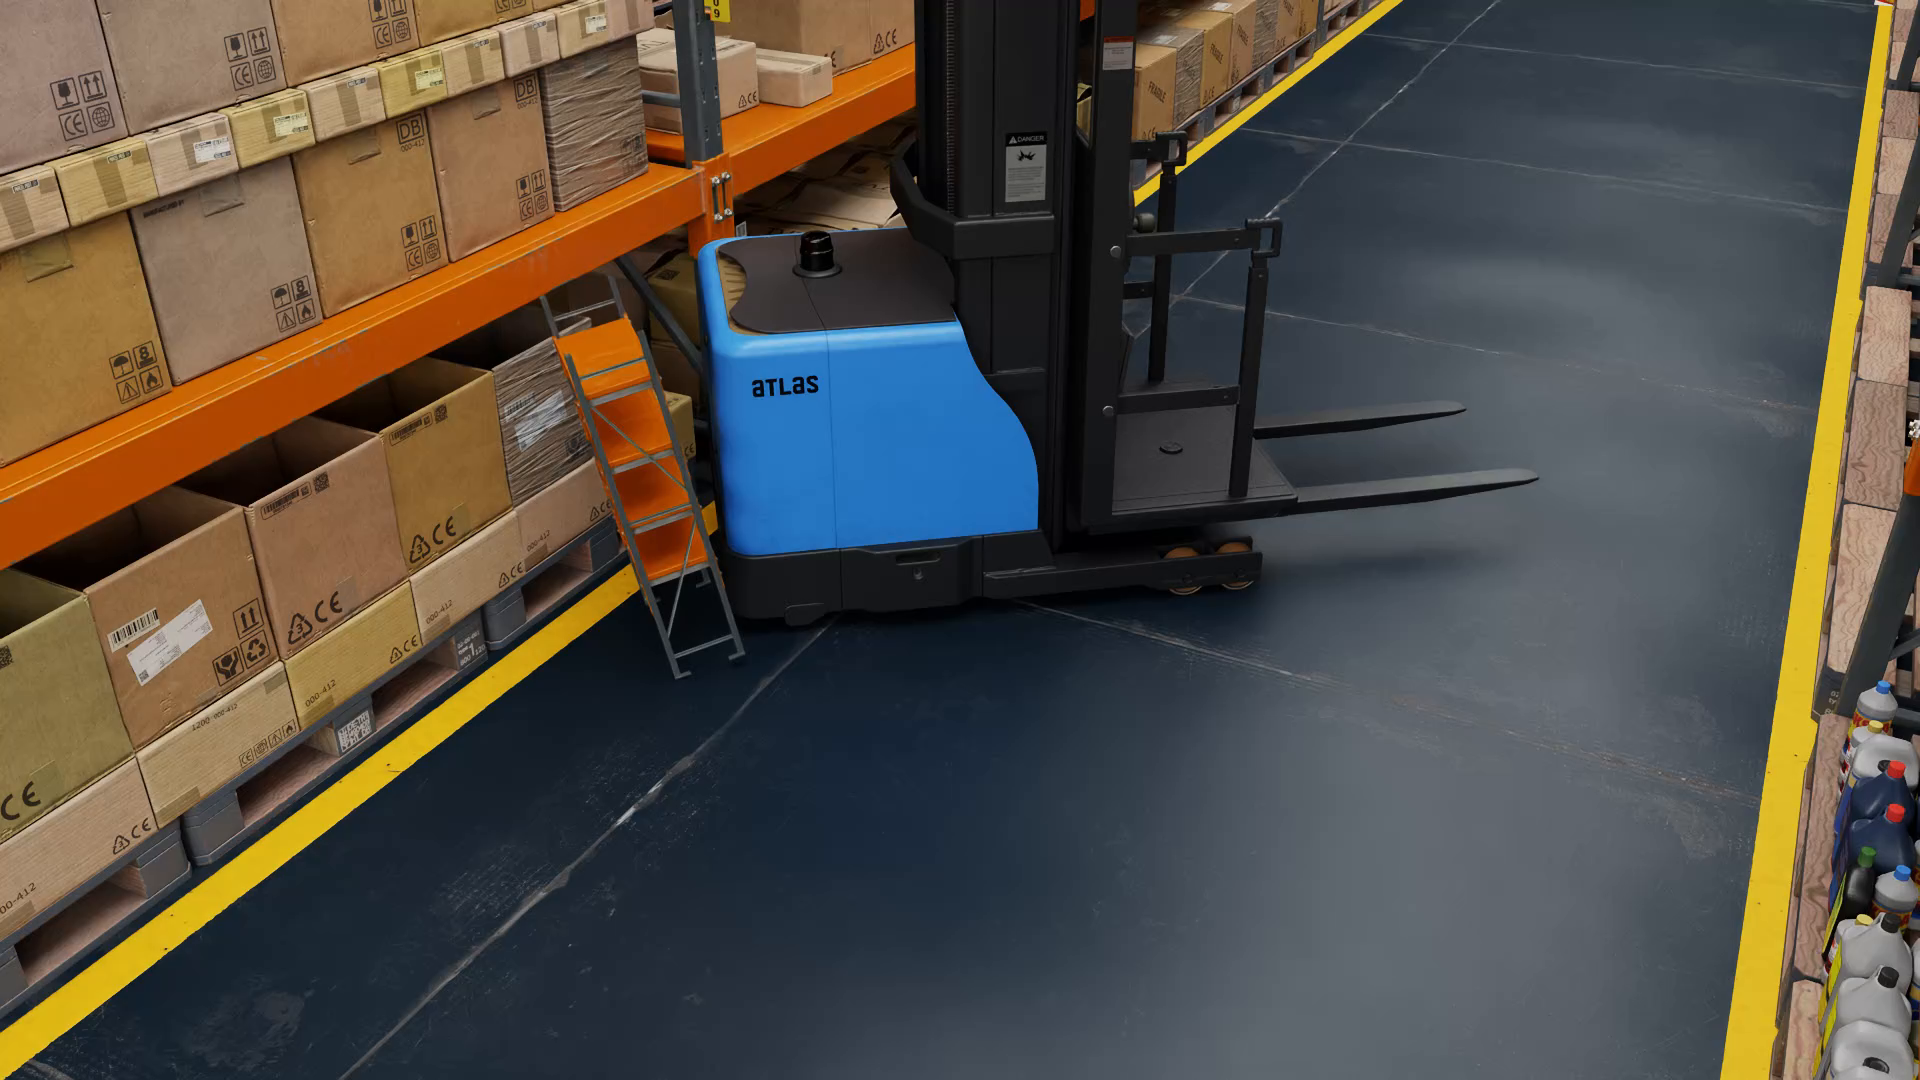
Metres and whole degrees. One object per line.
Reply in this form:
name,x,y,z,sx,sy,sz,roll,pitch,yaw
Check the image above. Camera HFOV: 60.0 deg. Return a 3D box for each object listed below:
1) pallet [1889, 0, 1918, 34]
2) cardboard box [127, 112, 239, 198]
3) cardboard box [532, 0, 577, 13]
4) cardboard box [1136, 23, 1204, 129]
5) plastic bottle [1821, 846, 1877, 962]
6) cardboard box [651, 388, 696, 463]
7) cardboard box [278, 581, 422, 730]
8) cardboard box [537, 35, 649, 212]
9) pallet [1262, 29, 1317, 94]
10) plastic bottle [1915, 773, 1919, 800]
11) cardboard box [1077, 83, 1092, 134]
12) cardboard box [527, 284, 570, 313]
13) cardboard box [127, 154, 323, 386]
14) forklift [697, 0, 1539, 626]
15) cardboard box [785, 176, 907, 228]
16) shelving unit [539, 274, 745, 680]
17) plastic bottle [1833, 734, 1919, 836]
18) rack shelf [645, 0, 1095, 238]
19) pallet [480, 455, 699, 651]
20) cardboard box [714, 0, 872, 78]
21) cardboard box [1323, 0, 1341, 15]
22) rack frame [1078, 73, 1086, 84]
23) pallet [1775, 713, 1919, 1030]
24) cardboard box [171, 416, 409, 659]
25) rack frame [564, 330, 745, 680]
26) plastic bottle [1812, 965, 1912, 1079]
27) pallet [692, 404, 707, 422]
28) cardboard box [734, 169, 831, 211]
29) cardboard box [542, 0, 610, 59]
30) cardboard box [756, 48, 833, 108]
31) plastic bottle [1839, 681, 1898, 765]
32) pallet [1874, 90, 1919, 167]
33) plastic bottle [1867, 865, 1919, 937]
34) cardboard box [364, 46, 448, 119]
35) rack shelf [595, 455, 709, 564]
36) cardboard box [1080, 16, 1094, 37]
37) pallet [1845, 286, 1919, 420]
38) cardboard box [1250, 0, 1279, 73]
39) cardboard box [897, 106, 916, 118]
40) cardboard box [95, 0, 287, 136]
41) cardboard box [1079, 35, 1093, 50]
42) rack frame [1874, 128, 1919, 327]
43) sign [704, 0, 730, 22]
pallet,8.135,-4.274,13.481,1.003,0.211,1.213,14,33,23
cardboard box,-2.080,-1.004,4.234,0.380,0.149,0.250,15,33,24
cardboard box,-1.526,-2.054,5.411,0.700,0.500,0.500,14,33,24
cardboard box,1.188,-2.896,10.350,0.500,0.500,0.500,13,32,22
plastic bottle,2.143,0.878,3.996,0.061,0.283,0.133,16,33,25
cardboard box,-1.346,-0.381,6.240,0.500,0.250,0.500,14,33,23
cardboard box,-2.025,0.286,5.080,0.500,0.250,0.500,14,33,23
cardboard box,-1.526,-1.491,5.734,0.700,0.500,0.500,13,32,22
pallet,1.978,-3.614,12.332,1.003,0.211,1.213,14,33,23
plastic bottle,2.515,0.682,4.337,0.061,0.283,0.133,14,33,23
cardboard box,0.473,-2.364,9.131,0.500,0.311,0.500,15,33,25
cardboard box,-1.819,-0.826,6.263,0.500,0.500,0.500,14,33,23
cardboard box,-2.225,-0.807,4.543,0.700,0.500,0.500,15,33,25
forklift,0.614,-1.330,5.622,3.031,2.935,1.130,-5,30,-9
cardboard box,-0.452,-1.456,7.550,0.500,0.311,0.500,13,32,22
shelving unit,-1.013,-0.191,5.346,0.258,1.200,0.503,-20,34,-12
plastic bottle,2.420,0.661,4.380,0.152,0.276,0.135,16,33,25
rack shelf,-0.418,-2.221,7.827,1.077,0.370,4.000,14,33,23
pallet,-1.729,-0.094,6.201,1.003,0.211,1.213,14,33,23
cardboard box,-0.725,-2.260,7.072,0.500,0.500,0.500,17,34,27
cardboard box,2.699,-4.354,13.079,0.500,0.311,0.500,14,33,23
rack frame,0.493,-3.419,9.192,1.000,3.000,0.127,14,33,23
pallet,2.735,0.977,4.337,1.003,0.211,1.213,14,33,23
cardboard box,-2.024,-0.039,4.893,0.500,0.500,0.500,14,33,23
rack frame,-0.927,-0.078,5.147,0.240,1.200,0.015,-20,34,-12
plastic bottle,1.977,1.056,3.618,0.144,0.351,0.185,16,33,25
pallet,-1.029,-0.772,7.383,1.003,0.211,1.213,14,33,23
cardboard box,-0.939,-1.576,7.759,0.500,0.311,0.500,14,33,23
cardboard box,-1.377,-1.692,5.433,0.380,0.149,0.250,14,33,22
cardboard box,-0.744,-1.884,6.770,0.380,0.149,0.250,14,33,23
plastic bottle,2.543,0.513,4.642,0.097,0.271,0.097,0,30,0
pallet,6.334,-2.525,10.436,1.003,0.211,1.213,14,33,23
plastic bottle,2.222,0.893,3.981,0.097,0.271,0.097,0,30,0
cardboard box,-1.728,-1.351,4.838,0.380,0.149,0.250,14,33,23
rack shelf,-1.001,-0.136,5.382,0.258,0.148,0.480,-20,34,-12
cardboard box,0.732,-3.345,10.378,0.500,0.250,0.500,16,33,25
pallet,4.513,-0.750,7.344,1.003,0.211,1.213,14,33,23
cardboard box,1.884,-3.576,11.534,0.500,0.500,0.500,15,33,24
cardboard box,-0.239,-2.252,8.936,0.500,0.311,0.500,13,33,22
cardboard box,-2.212,-1.386,4.249,0.700,0.500,0.500,14,33,23
cardboard box,0.710,-2.994,10.520,0.500,0.500,0.500,16,33,25
rack frame,4.901,-2.294,7.232,1.000,3.000,0.127,14,33,23
sign,-0.835,-1.931,5.651,0.100,0.325,0.005,14,33,23
